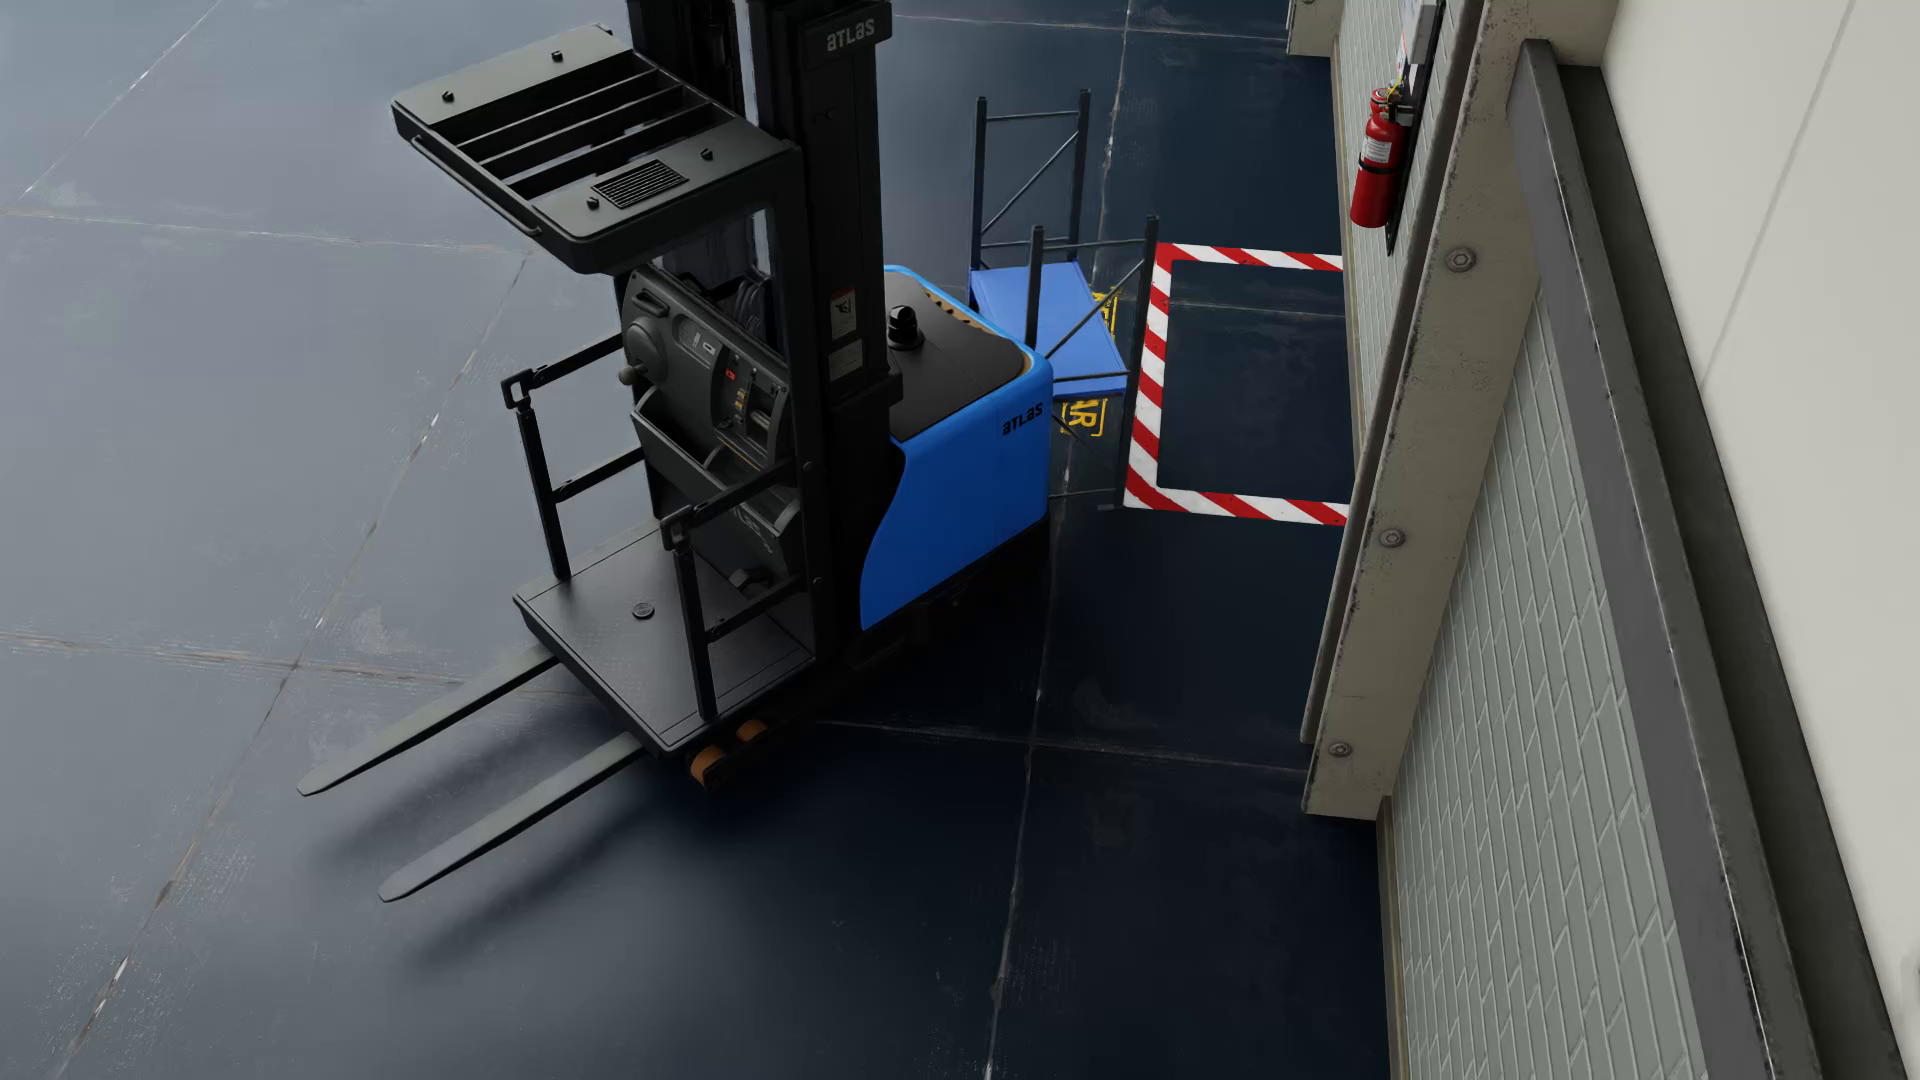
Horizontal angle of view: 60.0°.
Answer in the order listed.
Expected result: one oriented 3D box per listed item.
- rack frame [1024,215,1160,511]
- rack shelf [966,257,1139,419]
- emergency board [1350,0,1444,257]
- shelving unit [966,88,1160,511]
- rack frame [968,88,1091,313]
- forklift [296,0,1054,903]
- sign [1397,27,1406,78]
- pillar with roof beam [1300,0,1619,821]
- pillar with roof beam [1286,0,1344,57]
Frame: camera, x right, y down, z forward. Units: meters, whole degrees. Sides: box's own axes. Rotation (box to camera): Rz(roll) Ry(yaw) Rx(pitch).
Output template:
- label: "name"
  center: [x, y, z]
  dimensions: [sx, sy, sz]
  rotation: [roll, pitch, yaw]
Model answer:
- label: "rack frame"
  center: [0.500, -0.669, 6.877]
  dimensions: [0.500, 1.500, 0.032]
  rotation: [-7, 44, -10]
- label: "rack shelf"
  center: [0.391, -0.879, 7.361]
  dimensions: [0.538, 0.185, 1.000]
  rotation: [-7, 44, -10]
- label: "emergency board"
  center: [1.818, -1.875, 7.071]
  dimensions: [0.194, 1.169, 0.643]
  rotation: [5, 44, 6]
- label: "shelving unit"
  center: [0.397, -1.011, 7.238]
  dimensions: [0.538, 1.500, 1.048]
  rotation: [-7, 44, -10]
- label: "rack frame"
  center: [0.294, -1.353, 7.600]
  dimensions: [0.500, 1.500, 0.032]
  rotation: [-7, 44, -10]
- label: "forklift"
  center: [-1.052, -0.537, 5.708]
  dimensions: [3.031, 2.935, 1.130]
  rotation: [-32, 52, -29]
- label: "sign"
  center: [1.994, -2.256, 7.447]
  dimensions: [0.001, 0.329, 0.234]
  rotation: [5, 44, 6]
- label: "pillar with roof beam"
  center: [-2.813, -2.764, 3.647]
  dimensions: [9.100, 9.000, 0.400]
  rotation: [5, 44, 6]
- label: "pillar with roof beam"
  center: [-2.020, -6.853, 7.965]
  dimensions: [9.100, 9.000, 0.400]
  rotation: [5, 44, 6]
